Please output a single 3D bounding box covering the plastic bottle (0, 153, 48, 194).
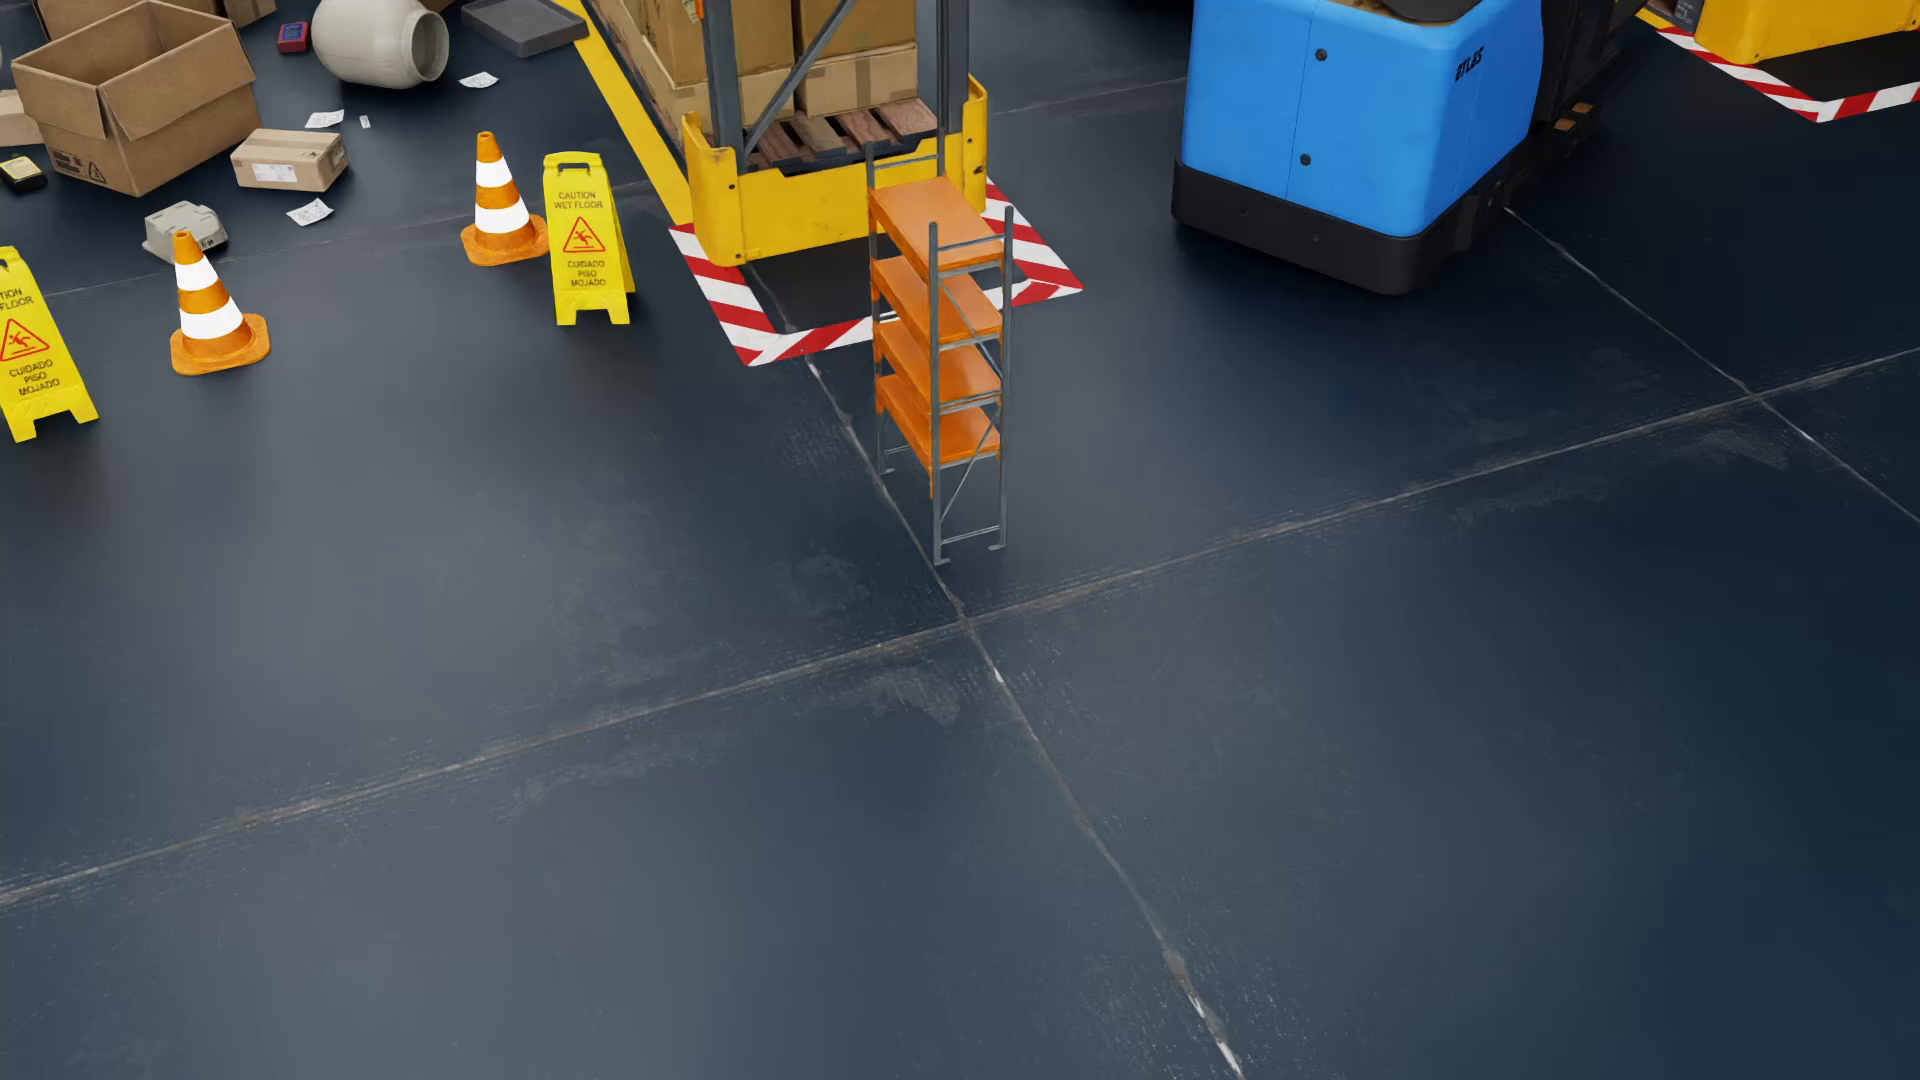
[{"bbox_3d":[-3.966,-1.552,7.008,0.133,0.061,0.283,-31,49,-31],"label":"plastic bottle"}]

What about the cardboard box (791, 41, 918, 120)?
[{"bbox_3d":[-0.503,-2.065,7.137,0.500,0.250,0.500,-15,43,-17],"label":"cardboard box"}]

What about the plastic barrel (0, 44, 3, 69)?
[{"bbox_3d":[-4.664,-2.229,7.518,0.512,0.421,0.421,12,42,13],"label":"plastic barrel"}]

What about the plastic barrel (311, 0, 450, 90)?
[{"bbox_3d":[-2.639,-2.283,7.580,0.512,0.421,0.421,12,42,13],"label":"plastic barrel"}]

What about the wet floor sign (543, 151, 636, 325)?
[{"bbox_3d":[-1.366,-1.119,6.056,0.267,0.644,0.232,-2,41,-2],"label":"wet floor sign"}]

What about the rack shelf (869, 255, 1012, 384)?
[{"bbox_3d":[-0.063,-0.673,4.873,0.258,0.148,0.480,-15,43,-17],"label":"rack shelf"}]

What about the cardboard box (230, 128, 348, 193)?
[{"bbox_3d":[-2.817,-1.597,6.993,0.380,0.149,0.250,5,41,6],"label":"cardboard box"}]

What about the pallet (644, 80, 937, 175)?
[{"bbox_3d":[-0.757,-1.880,7.274,1.003,0.211,1.213,-15,43,-17],"label":"pallet"}]

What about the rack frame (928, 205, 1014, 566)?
[{"bbox_3d":[0.030,-0.408,4.804,0.240,1.200,0.015,-15,43,-17],"label":"rack frame"}]

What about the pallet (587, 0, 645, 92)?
[{"bbox_3d":[-1.220,-2.614,8.127,1.003,0.211,1.213,-15,43,-17],"label":"pallet"}]

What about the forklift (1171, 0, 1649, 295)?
[{"bbox_3d":[2.140,-2.931,6.410,1.130,2.935,3.031,27,47,27],"label":"forklift"}]

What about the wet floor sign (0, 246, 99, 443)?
[{"bbox_3d":[-3.144,-0.681,5.547,0.267,0.644,0.232,-23,46,-24],"label":"wet floor sign"}]

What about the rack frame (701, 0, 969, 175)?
[{"bbox_3d":[-0.450,-2.393,5.732,1.000,3.000,0.127,-15,43,-17],"label":"rack frame"}]

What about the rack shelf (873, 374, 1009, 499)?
[{"bbox_3d":[-0.063,-0.353,5.148,0.258,0.148,0.480,-15,43,-17],"label":"rack shelf"}]

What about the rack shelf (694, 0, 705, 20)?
[{"bbox_3d":[-1.215,-3.325,7.368,1.077,0.370,4.000,-15,43,-17],"label":"rack shelf"}]

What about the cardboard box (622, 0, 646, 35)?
[{"bbox_3d":[-1.200,-2.525,7.098,0.500,0.500,0.500,-14,43,-15],"label":"cardboard box"}]

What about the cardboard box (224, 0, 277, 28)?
[{"bbox_3d":[-3.652,-2.740,8.232,0.396,0.266,0.258,19,44,20],"label":"cardboard box"}]

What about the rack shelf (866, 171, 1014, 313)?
[{"bbox_3d":[-0.063,-0.853,4.719,0.258,0.148,0.480,-15,43,-17],"label":"rack shelf"}]

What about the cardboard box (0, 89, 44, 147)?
[{"bbox_3d":[-4.156,-1.894,7.249,0.396,0.266,0.258,-8,41,-9],"label":"cardboard box"}]

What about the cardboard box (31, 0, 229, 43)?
[{"bbox_3d":[-3.826,-2.486,7.651,0.797,0.637,0.503,-15,43,-17],"label":"cardboard box"}]

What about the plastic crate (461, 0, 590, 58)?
[{"bbox_3d":[-2.137,-2.545,8.149,0.402,0.080,0.583,-31,49,-31],"label":"plastic crate"}]

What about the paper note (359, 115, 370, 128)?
[{"bbox_3d":[-7.054,-5.641,11.648,3.823,0.211,13.979,-15,43,-17],"label":"paper note"}]

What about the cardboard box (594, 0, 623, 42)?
[{"bbox_3d":[-1.404,-2.557,7.710,0.500,0.250,0.500,-17,43,-18],"label":"cardboard box"}]

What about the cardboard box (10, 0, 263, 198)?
[{"bbox_3d":[-3.461,-1.873,7.042,0.637,0.503,0.797,19,44,20],"label":"cardboard box"}]

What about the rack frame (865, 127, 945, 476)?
[{"bbox_3d":[-0.157,-0.702,5.146,0.240,1.200,0.015,-15,43,-17],"label":"rack frame"}]

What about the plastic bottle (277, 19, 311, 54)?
[{"bbox_3d":[-3.219,-2.443,8.044,0.133,0.061,0.283,-8,41,-9],"label":"plastic bottle"}]

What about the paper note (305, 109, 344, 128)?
[{"bbox_3d":[-2.837,-1.885,7.427,0.148,0.019,0.142,-2,41,-2],"label":"paper note"}]

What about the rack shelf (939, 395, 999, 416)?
[{"bbox_3d":[-0.063,-0.525,5.000,0.199,0.029,0.442,-15,43,-17],"label":"rack shelf"}]

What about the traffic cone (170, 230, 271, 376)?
[{"bbox_3d":[-2.702,-0.887,5.926,0.336,0.463,0.334,-15,43,-17],"label":"traffic cone"}]

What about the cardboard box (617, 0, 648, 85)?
[{"bbox_3d":[-1.199,-2.244,7.345,0.500,0.250,0.500,-15,43,-17],"label":"cardboard box"}]

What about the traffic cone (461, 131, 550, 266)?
[{"bbox_3d":[-1.806,-1.368,6.486,0.336,0.463,0.334,-15,43,-17],"label":"traffic cone"}]

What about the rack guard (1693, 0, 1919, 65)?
[{"bbox_3d":[4.144,-2.671,7.973,1.175,0.500,0.348,-15,43,-17],"label":"rack guard"}]

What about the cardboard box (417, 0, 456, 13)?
[{"bbox_3d":[-2.828,-2.871,8.203,0.500,0.500,0.500,12,42,13],"label":"cardboard box"}]

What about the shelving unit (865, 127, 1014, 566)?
[{"bbox_3d":[-0.063,-0.555,4.975,0.258,1.200,0.503,-15,43,-17],"label":"shelving unit"}]

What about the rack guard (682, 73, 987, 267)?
[{"bbox_3d":[-0.479,-1.491,6.601,1.175,0.500,0.348,-15,43,-17],"label":"rack guard"}]

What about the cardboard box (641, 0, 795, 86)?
[{"bbox_3d":[-0.997,-2.212,6.733,0.500,0.500,0.500,-15,43,-17],"label":"cardboard box"}]

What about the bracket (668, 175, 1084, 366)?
[{"bbox_3d":[-0.346,-1.108,6.538,1.378,0.001,1.079,-15,43,-17],"label":"bracket"}]
